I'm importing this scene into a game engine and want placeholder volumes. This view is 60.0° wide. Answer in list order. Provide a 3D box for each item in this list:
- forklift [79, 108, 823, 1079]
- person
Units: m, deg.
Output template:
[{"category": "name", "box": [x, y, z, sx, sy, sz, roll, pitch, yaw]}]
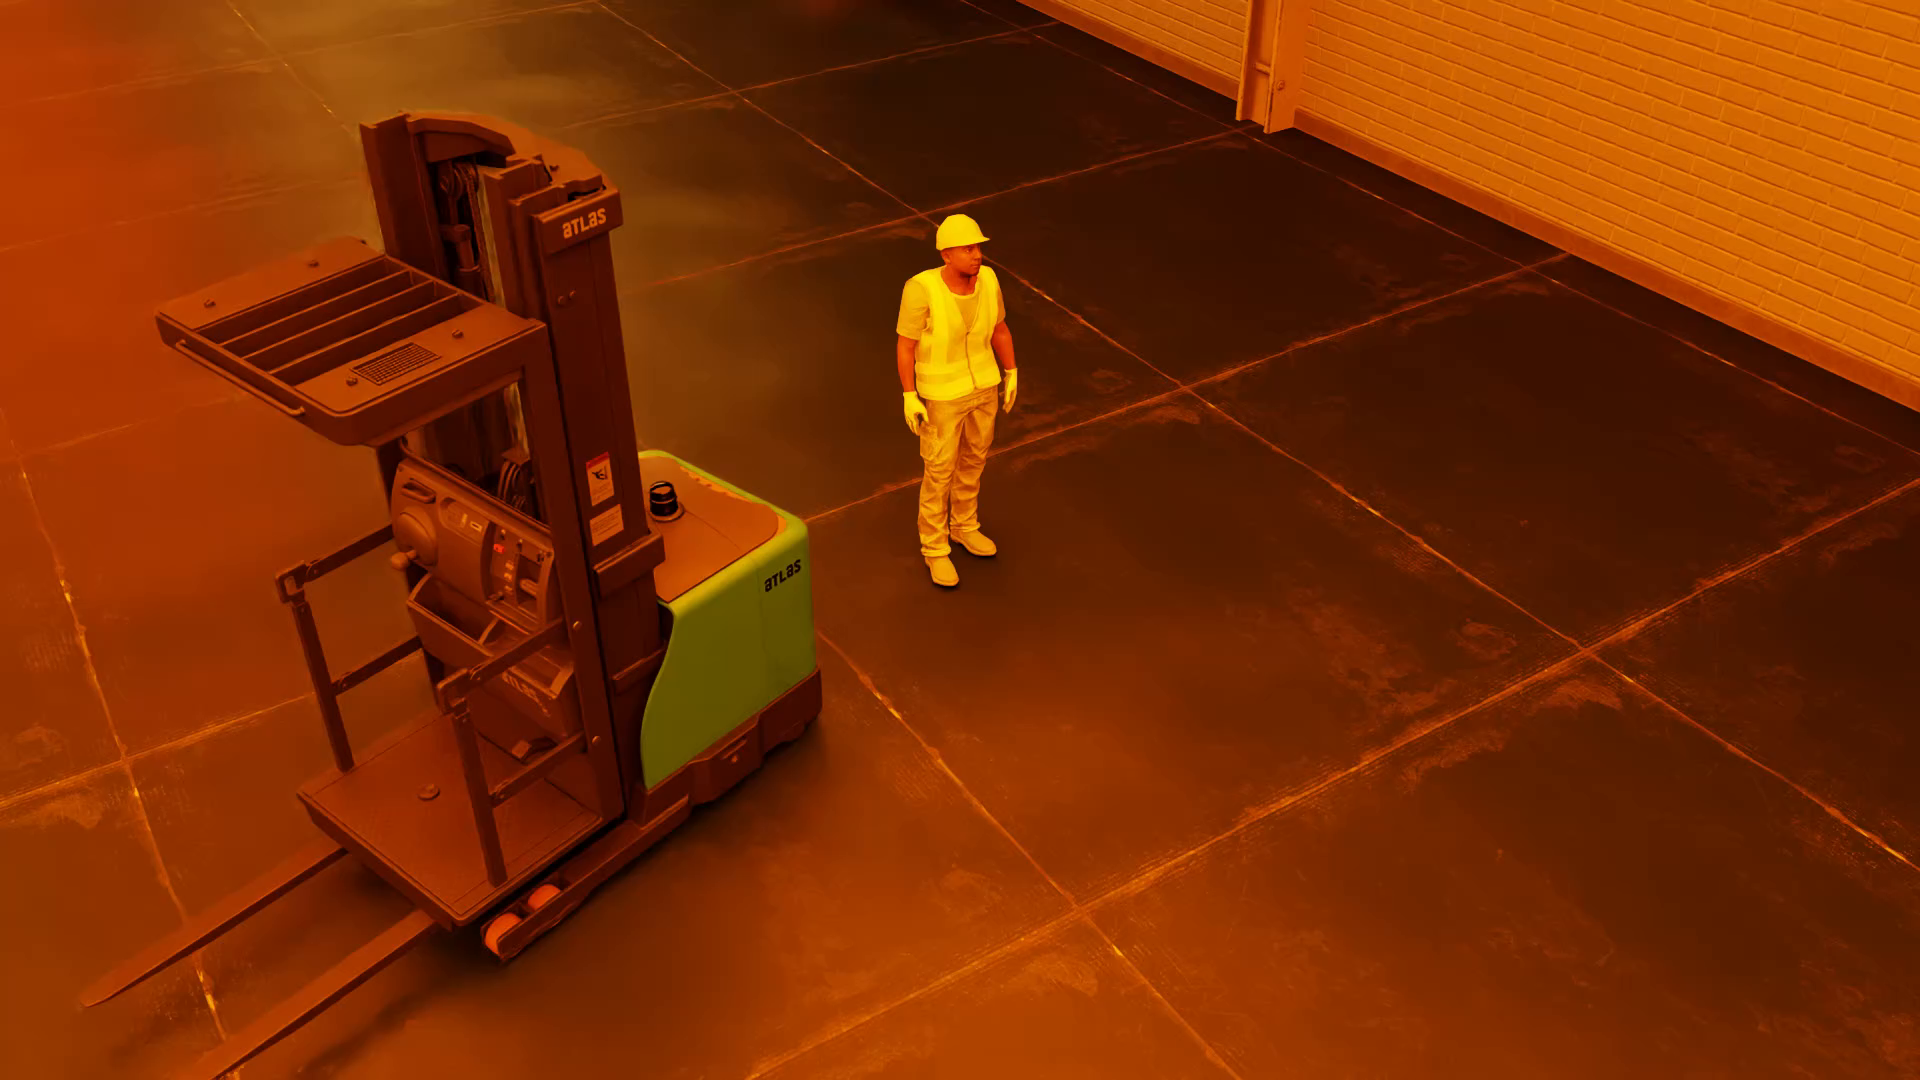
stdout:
[{"category": "forklift", "box": [-1.944, 0.082, 6.032, 1.130, 2.935, 3.031, 25, 42, 31]}, {"category": "person", "box": [0.033, -0.698, 8.127, 0.656, 1.784, 0.575, -21, 40, -27]}]
